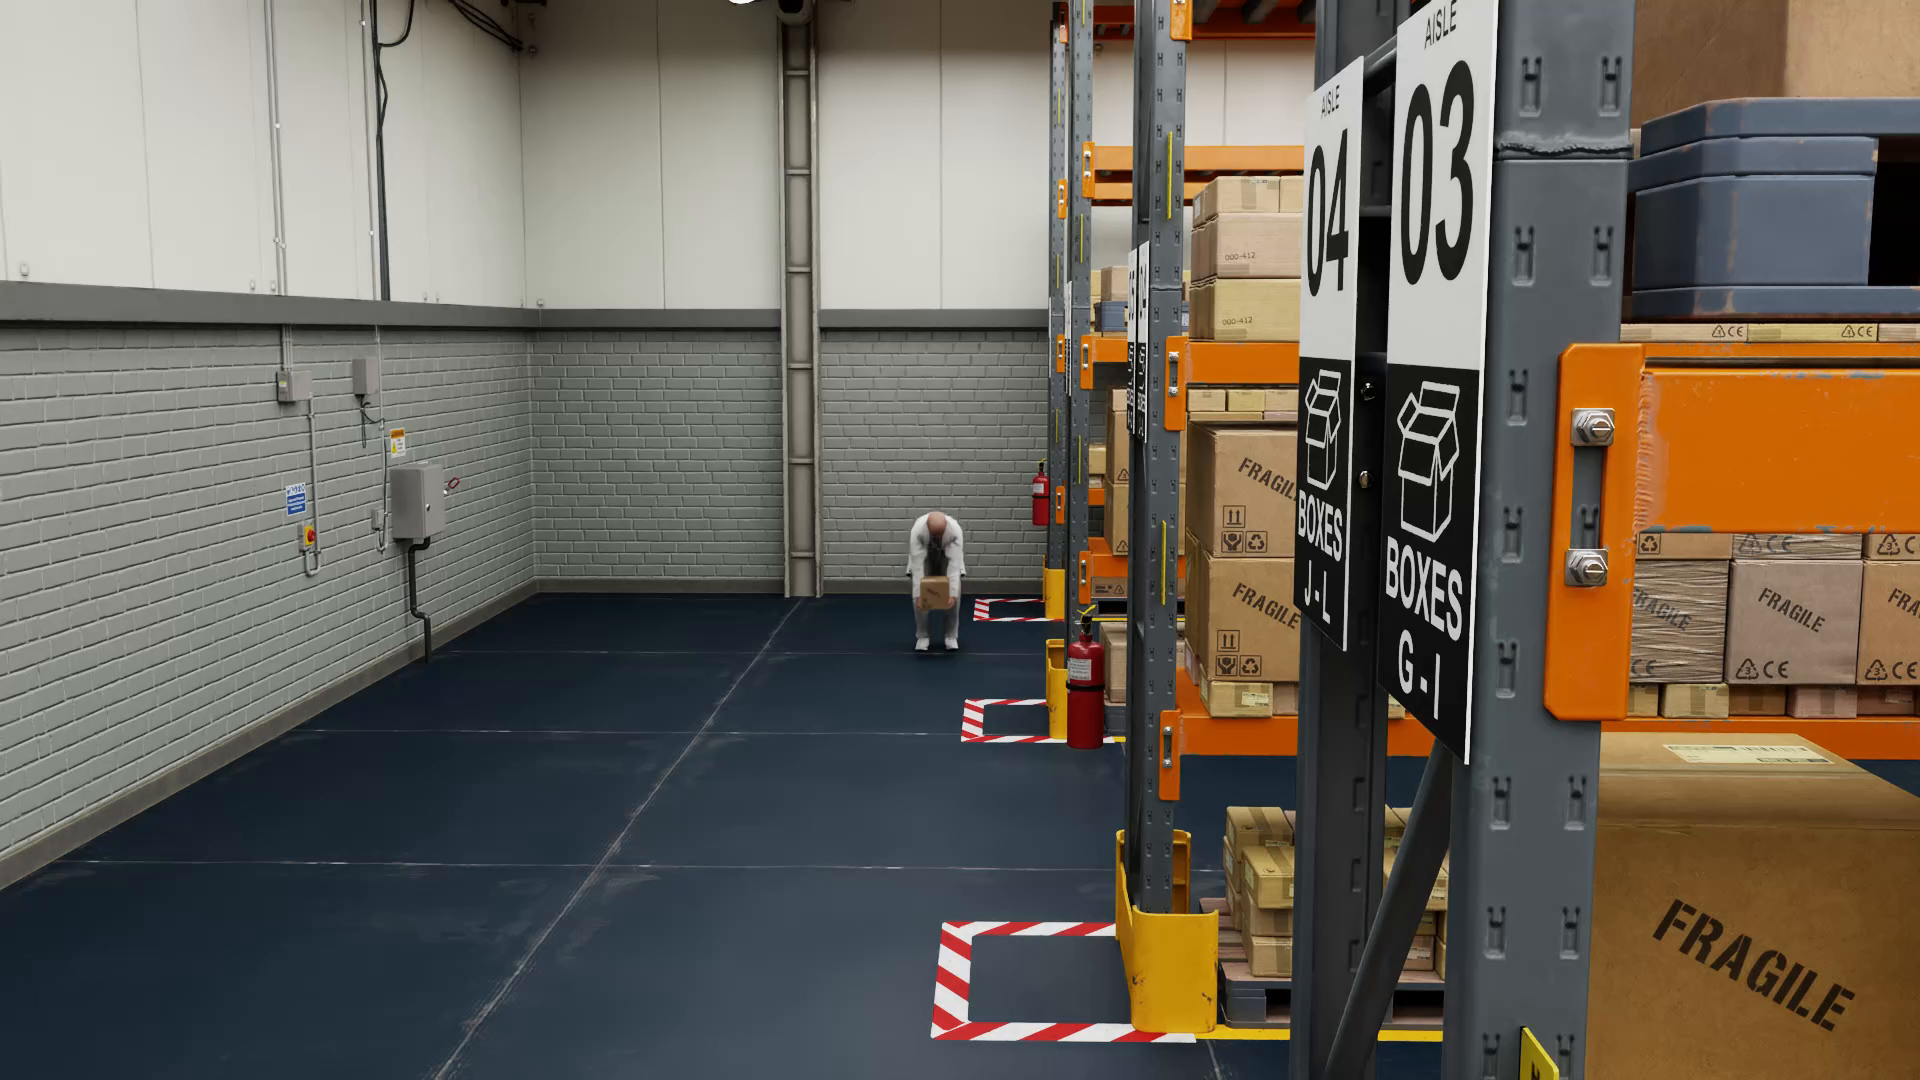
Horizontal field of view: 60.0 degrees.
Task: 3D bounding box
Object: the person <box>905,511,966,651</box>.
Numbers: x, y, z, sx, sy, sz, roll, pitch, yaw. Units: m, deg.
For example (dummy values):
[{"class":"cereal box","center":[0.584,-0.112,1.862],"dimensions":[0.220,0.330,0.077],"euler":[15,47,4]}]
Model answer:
[{"class":"person","center":[-0.216,0.373,14.861],"dimensions":[0.553,1.279,0.914],"euler":[0,7,0]}]
